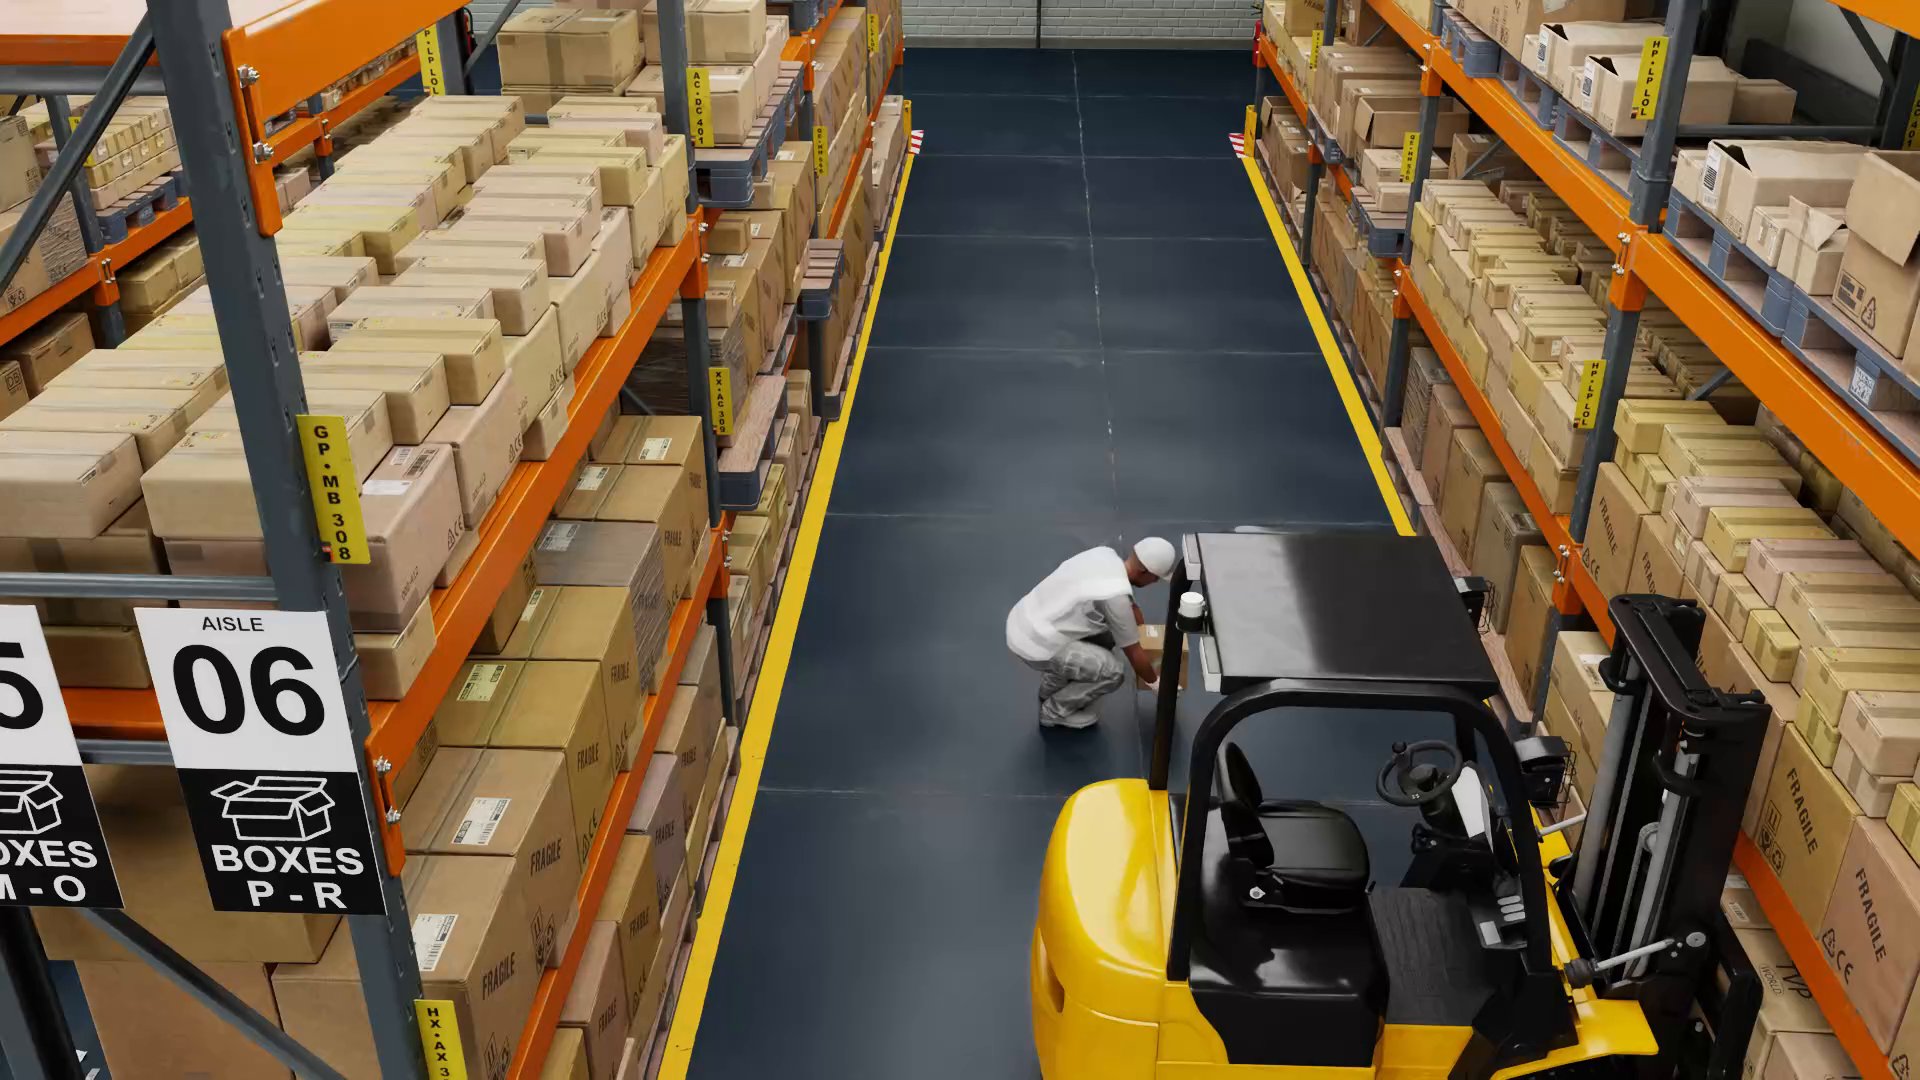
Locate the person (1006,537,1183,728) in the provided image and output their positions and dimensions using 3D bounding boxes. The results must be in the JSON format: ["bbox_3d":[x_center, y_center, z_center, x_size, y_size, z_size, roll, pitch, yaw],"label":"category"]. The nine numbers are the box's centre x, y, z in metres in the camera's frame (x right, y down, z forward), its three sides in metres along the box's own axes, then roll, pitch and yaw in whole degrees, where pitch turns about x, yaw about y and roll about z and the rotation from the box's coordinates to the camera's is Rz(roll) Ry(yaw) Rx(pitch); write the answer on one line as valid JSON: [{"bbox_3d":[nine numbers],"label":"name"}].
[{"bbox_3d":[0.697,0.447,8.606,0.914,0.993,0.577,1,28,2],"label":"person"}]
